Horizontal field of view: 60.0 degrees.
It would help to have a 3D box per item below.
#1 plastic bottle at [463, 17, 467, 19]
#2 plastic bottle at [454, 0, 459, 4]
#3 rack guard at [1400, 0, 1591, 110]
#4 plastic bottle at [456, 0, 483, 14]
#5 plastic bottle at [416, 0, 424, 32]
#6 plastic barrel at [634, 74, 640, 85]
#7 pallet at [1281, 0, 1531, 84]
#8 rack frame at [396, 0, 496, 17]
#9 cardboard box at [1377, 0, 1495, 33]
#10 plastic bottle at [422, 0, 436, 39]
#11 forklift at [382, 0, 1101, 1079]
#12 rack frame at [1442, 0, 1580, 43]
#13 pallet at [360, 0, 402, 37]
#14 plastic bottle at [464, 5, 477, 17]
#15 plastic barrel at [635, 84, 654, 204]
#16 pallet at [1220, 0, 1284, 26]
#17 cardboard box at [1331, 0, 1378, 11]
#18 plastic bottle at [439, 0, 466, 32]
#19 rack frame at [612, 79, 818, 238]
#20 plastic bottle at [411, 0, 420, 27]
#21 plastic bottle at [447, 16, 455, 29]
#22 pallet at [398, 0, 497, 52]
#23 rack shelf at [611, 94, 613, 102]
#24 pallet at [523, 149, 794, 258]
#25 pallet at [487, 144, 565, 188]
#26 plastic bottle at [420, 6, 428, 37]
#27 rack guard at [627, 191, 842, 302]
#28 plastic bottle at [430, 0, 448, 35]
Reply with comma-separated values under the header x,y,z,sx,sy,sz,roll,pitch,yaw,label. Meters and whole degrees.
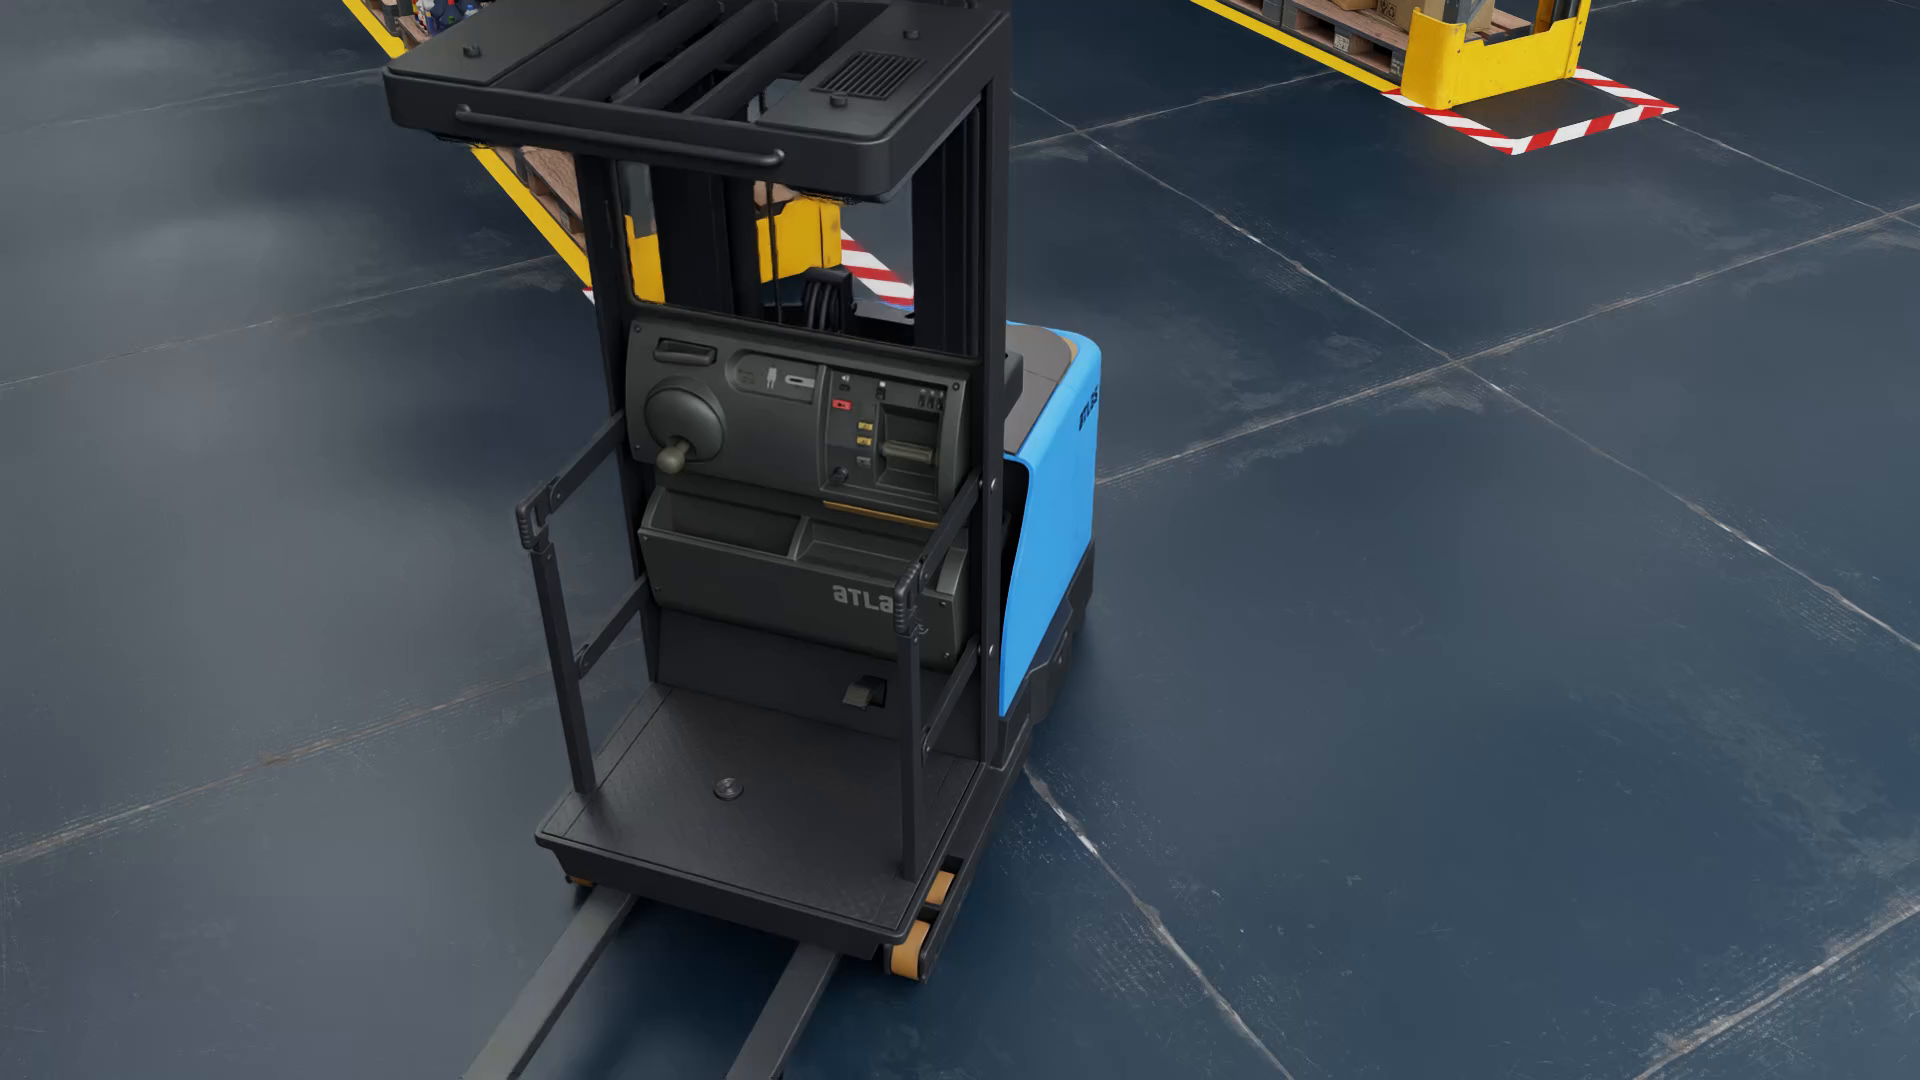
x,y,z,sx,sy,sz,roll,pitch,yaw,label
-2.825,-2.874,9.582,0.097,0.271,0.097,0,36,0,plastic bottle
-3.014,-3.157,9.959,0.061,0.283,0.133,-19,40,-24,plastic bottle
3.181,-2.950,9.866,1.175,0.500,0.348,-19,40,-24,rack guard
-2.902,-3.109,9.837,0.144,0.351,0.185,-19,40,-24,plastic bottle
-3.241,-3.197,10.083,0.097,0.201,0.097,0,36,0,plastic bottle
-1.712,-2.187,8.454,0.421,0.512,0.421,0,36,0,plastic barrel
2.803,-3.258,10.532,1.003,0.211,1.213,-19,40,-24,pallet
-3.073,-4.493,9.859,1.000,3.000,0.127,-19,40,-24,rack frame
2.920,-3.405,10.132,0.500,0.500,0.500,-12,38,-16,cardboard box
-3.106,-3.122,9.917,0.152,0.276,0.135,-17,40,-22,plastic bottle
-0.502,-0.248,4.104,1.130,2.935,3.031,12,38,16,forklift
3.219,-3.921,9.075,1.000,3.000,0.127,-19,40,-24,rack frame
-3.501,-3.756,11.214,1.003,0.211,1.213,-19,40,-24,pallet
-2.849,-2.996,9.750,0.097,0.271,0.097,0,36,0,plastic bottle
-1.460,-1.931,8.104,0.421,0.512,0.421,0,36,0,plastic barrel
2.194,-3.880,11.383,1.003,0.211,1.213,-19,40,-24,pallet
2.590,-3.699,10.535,0.500,0.500,0.500,-9,37,-12,cardboard box
-2.932,-2.970,9.647,0.144,0.351,0.185,-21,41,-26,plastic bottle
-1.064,-2.453,7.066,1.000,3.000,0.127,-19,40,-24,rack frame
-3.292,-3.277,10.133,0.097,0.271,0.097,0,36,0,plastic bottle
-2.885,-2.847,9.534,0.061,0.283,0.133,-17,39,-22,plastic bottle
-2.772,-3.012,10.195,1.003,0.211,1.213,-19,40,-24,pallet
-2.068,-3.183,8.675,1.077,0.370,4.000,-19,40,-24,rack shelf
-1.546,-1.768,8.492,1.003,0.211,1.213,-19,40,-24,pallet
-2.155,-2.389,9.343,1.003,0.211,1.213,-19,40,-24,pallet
-3.190,-3.145,10.012,0.097,0.201,0.097,0,36,0,plastic bottle
-1.142,-1.469,7.837,1.175,0.500,0.348,-19,40,-24,rack guard
-3.026,-3.067,9.778,0.144,0.351,0.185,-18,40,-23,plastic bottle
